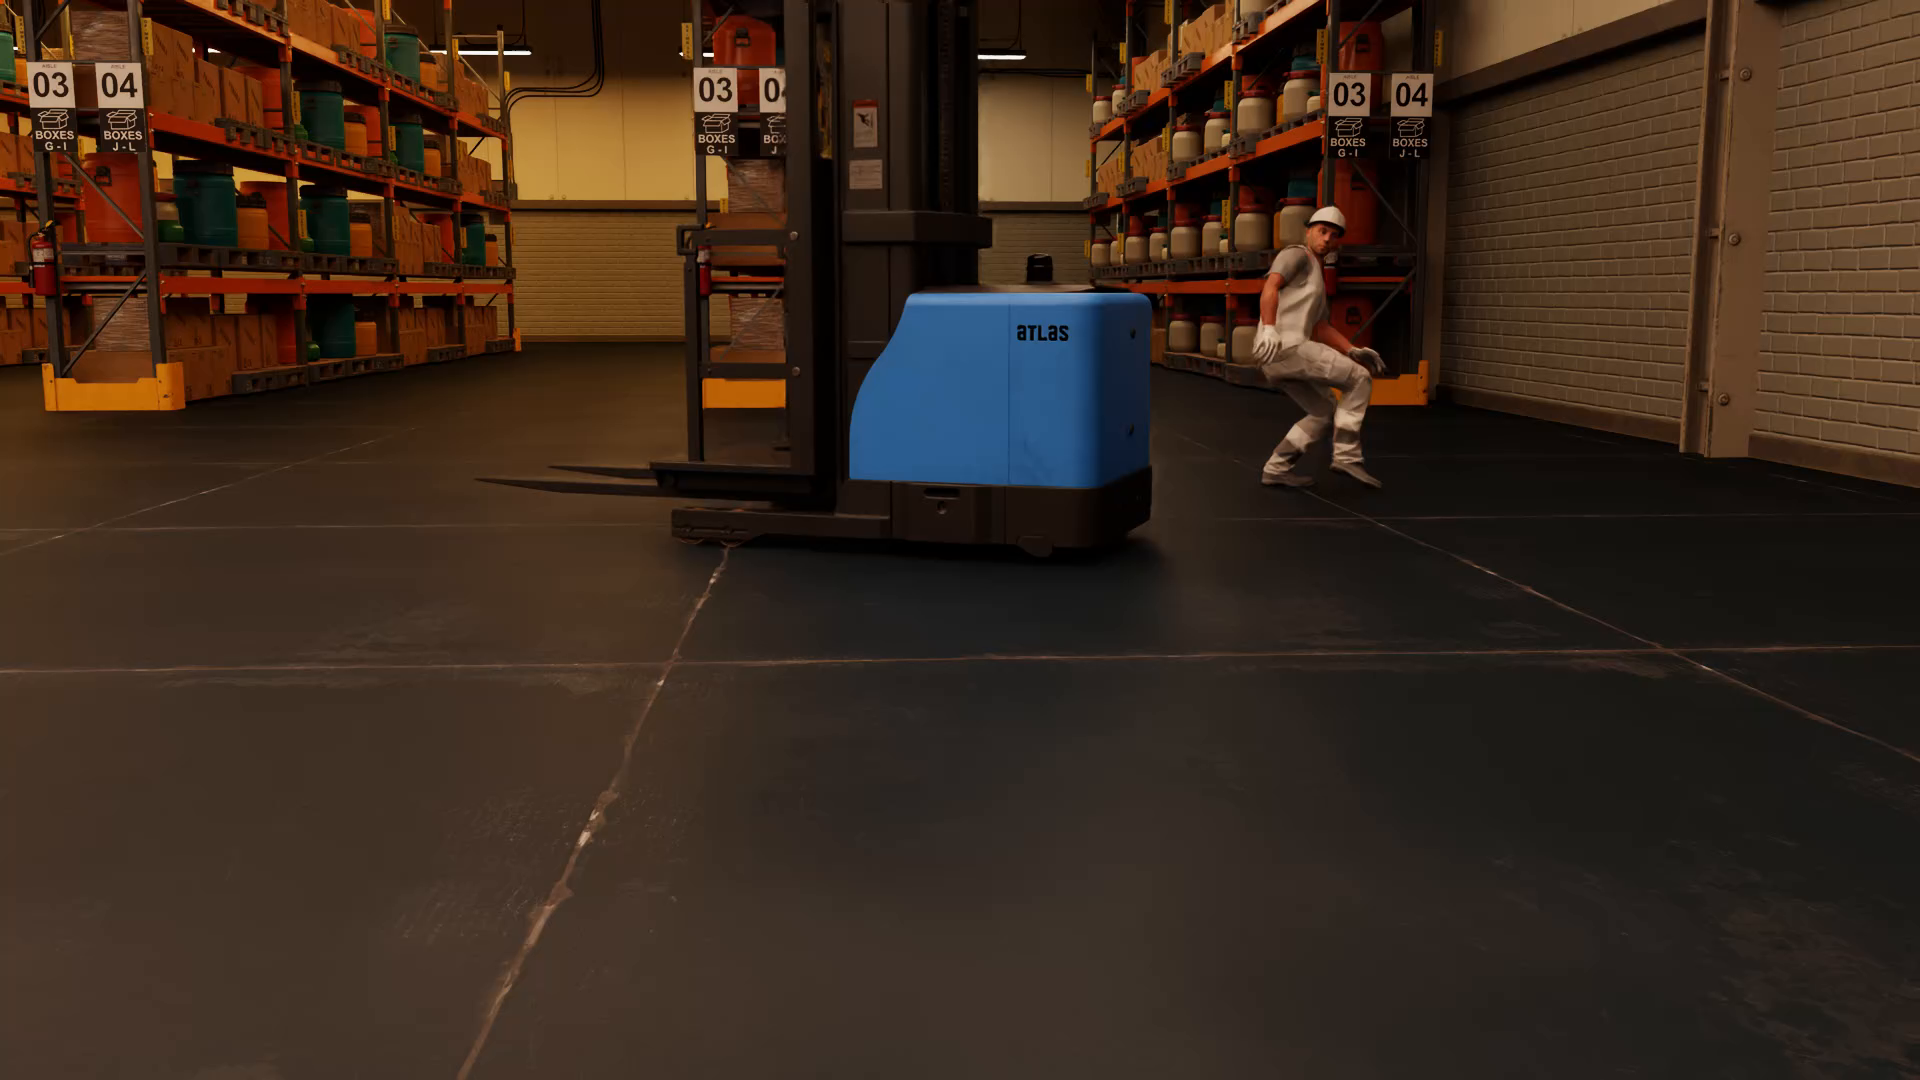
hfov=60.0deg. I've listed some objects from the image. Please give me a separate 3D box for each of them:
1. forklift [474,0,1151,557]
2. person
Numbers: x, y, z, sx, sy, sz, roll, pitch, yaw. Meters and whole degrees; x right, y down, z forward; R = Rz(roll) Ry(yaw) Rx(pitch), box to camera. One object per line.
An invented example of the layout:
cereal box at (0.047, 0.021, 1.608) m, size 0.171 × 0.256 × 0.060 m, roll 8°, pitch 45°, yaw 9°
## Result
forklift at (-0.718, -1.486, 7.341) m, size 3.031 × 2.935 × 1.130 m, roll 3°, pitch 9°, yaw 19°
person at (1.959, -1.034, 9.074) m, size 0.771 × 1.561 × 0.781 m, roll 1°, pitch 8°, yaw 6°
